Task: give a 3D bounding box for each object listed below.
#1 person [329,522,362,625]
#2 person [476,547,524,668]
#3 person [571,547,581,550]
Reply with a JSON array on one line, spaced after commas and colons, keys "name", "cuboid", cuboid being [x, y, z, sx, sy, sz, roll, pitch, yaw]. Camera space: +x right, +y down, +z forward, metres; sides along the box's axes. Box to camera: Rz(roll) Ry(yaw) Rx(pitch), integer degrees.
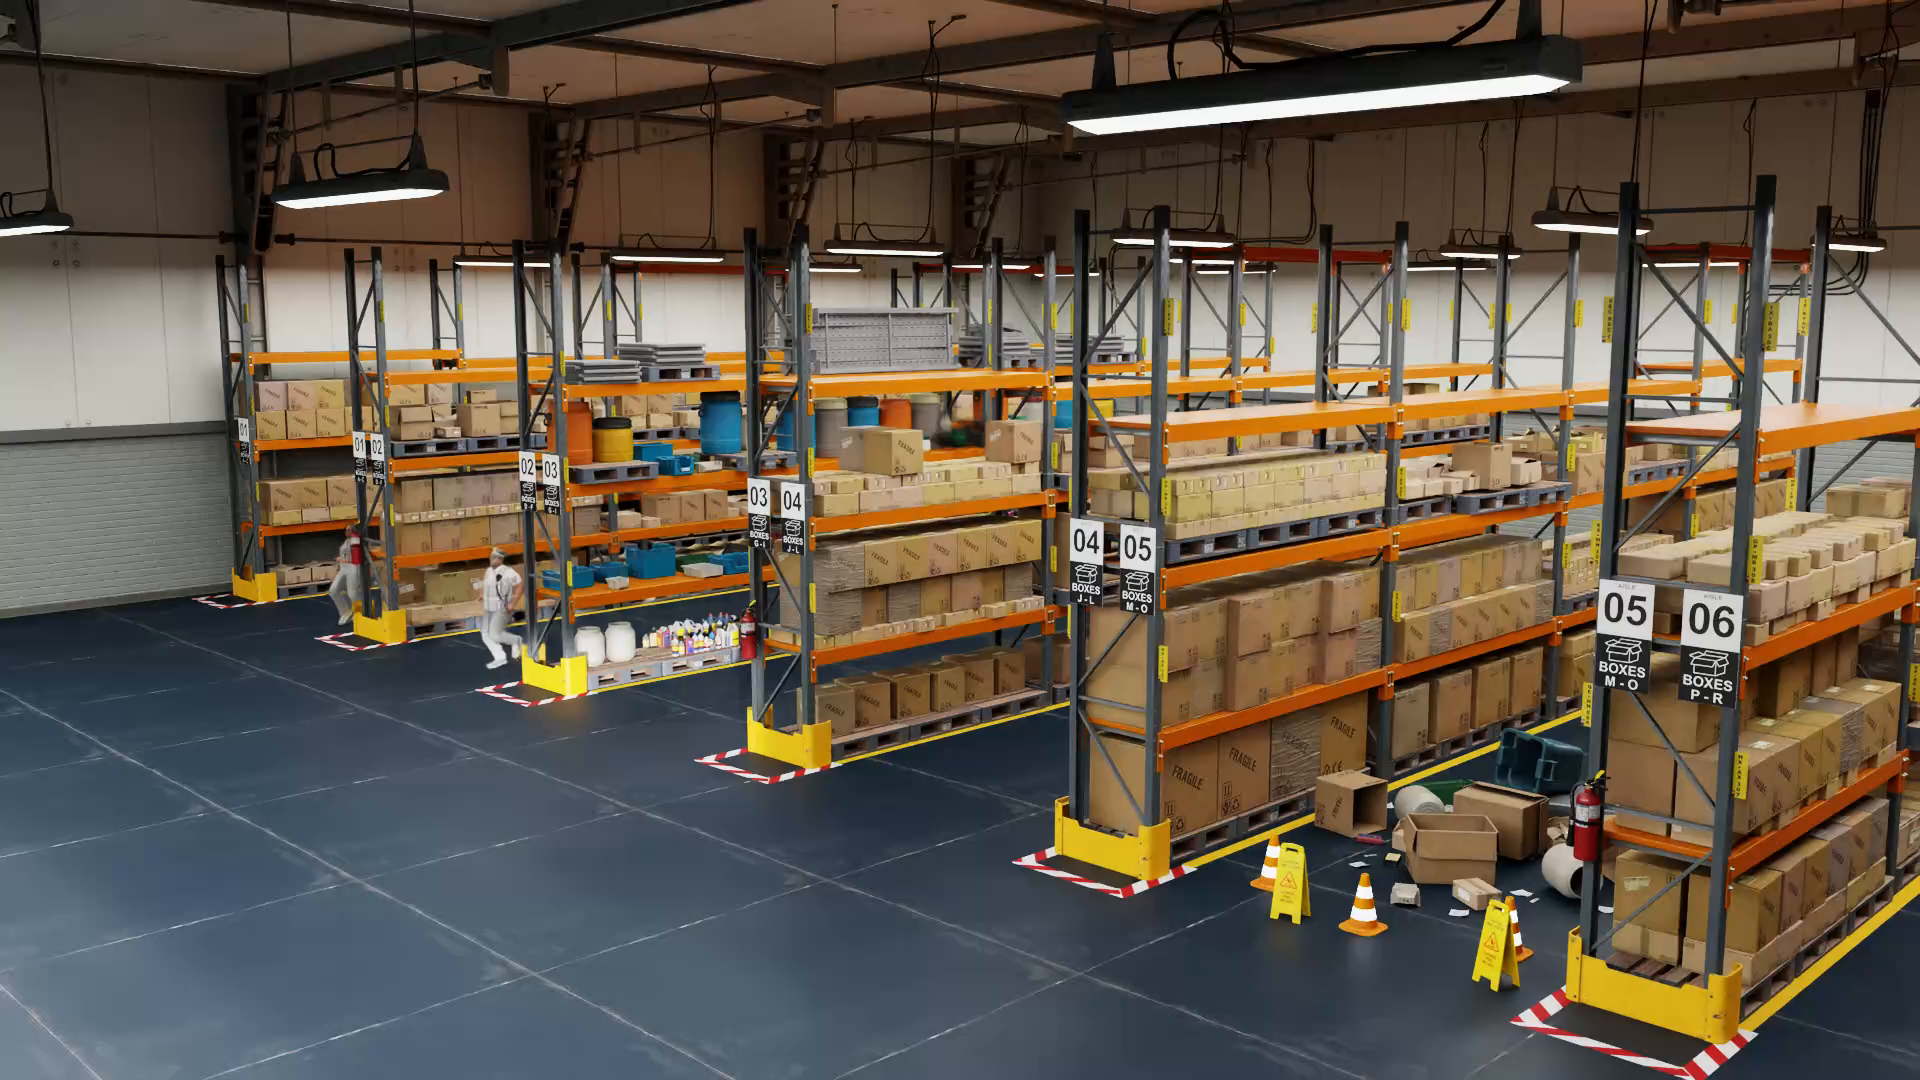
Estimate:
[{"name": "person", "cuboid": [-9.862, 0.546, 26.887, 0.537, 1.671, 0.616, 6, 10, 36]}, {"name": "person", "cuboid": [-6.588, 0.960, 23.736, 0.715, 1.745, 0.561, 5, 9, 31]}, {"name": "person", "cuboid": [-7.046, 0.051, 30.283, 0.606, 1.673, 0.656, -8, 11, -44]}]
